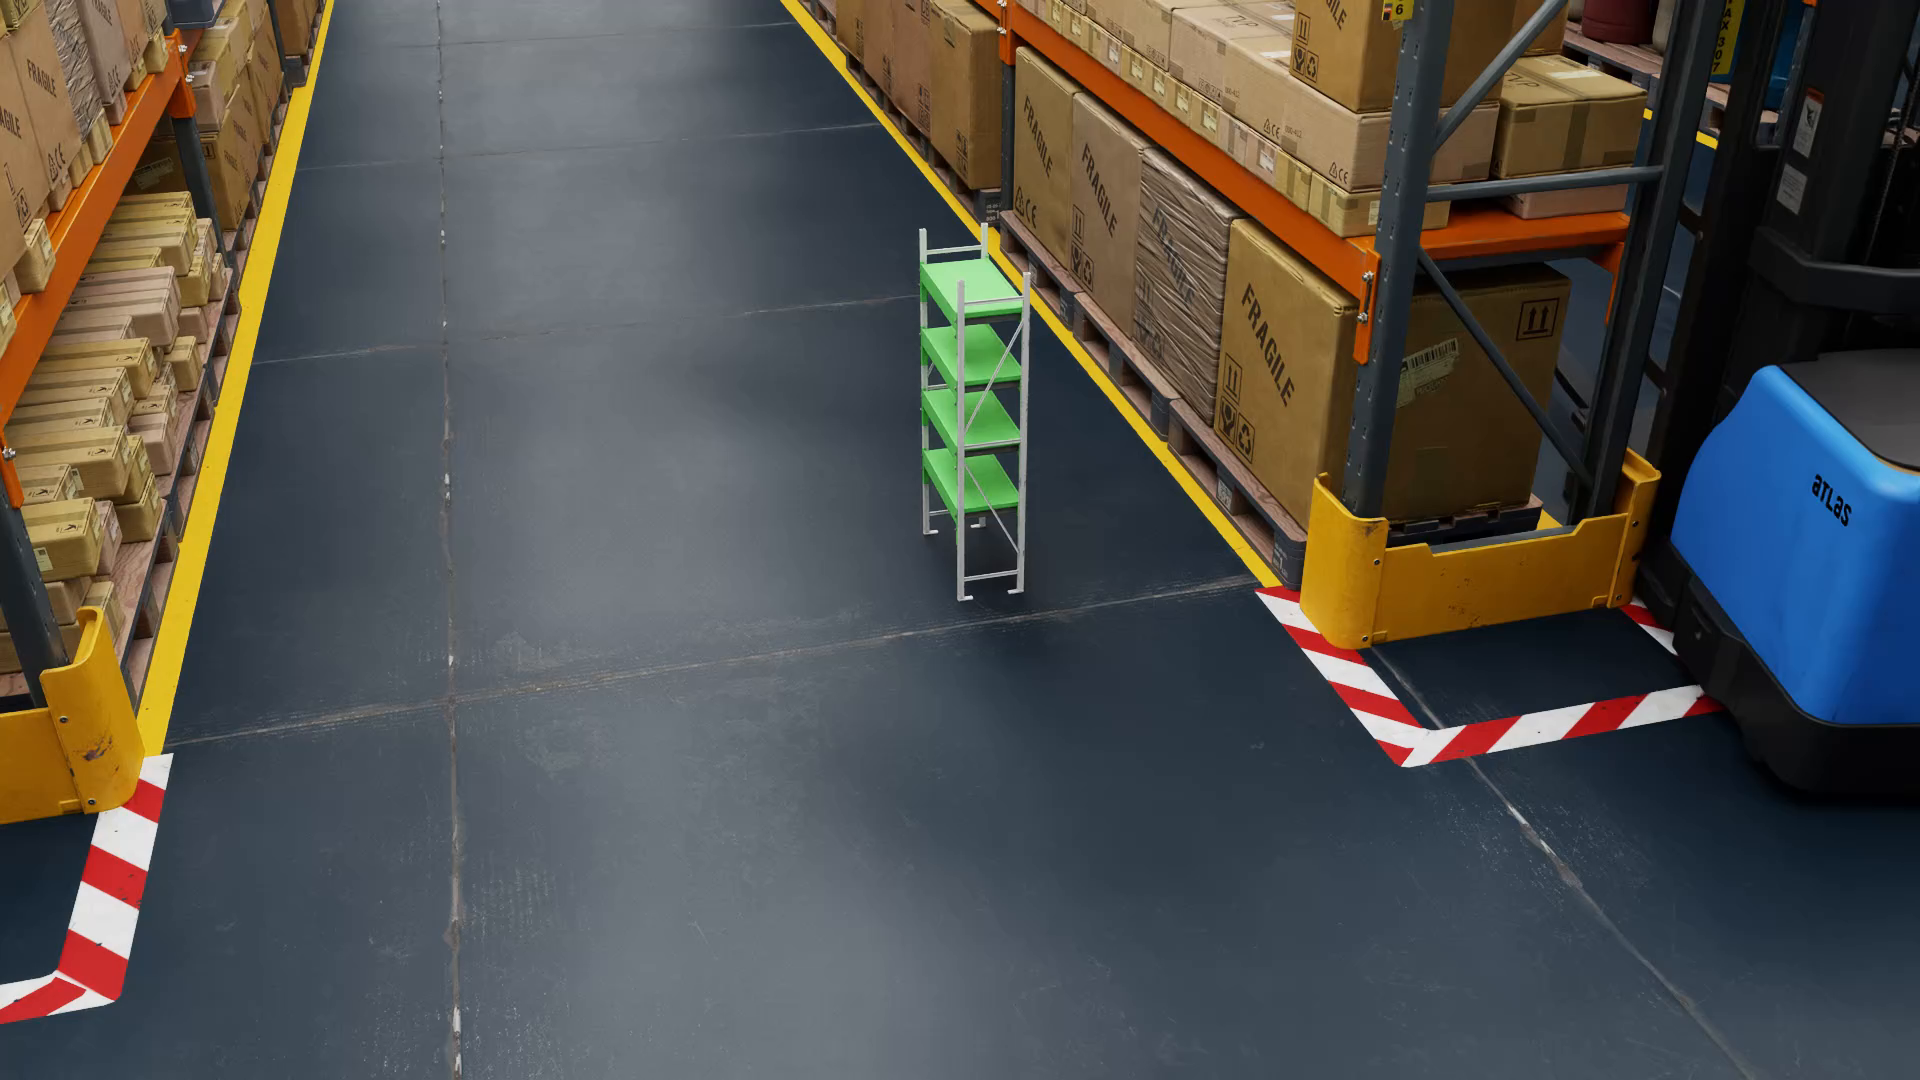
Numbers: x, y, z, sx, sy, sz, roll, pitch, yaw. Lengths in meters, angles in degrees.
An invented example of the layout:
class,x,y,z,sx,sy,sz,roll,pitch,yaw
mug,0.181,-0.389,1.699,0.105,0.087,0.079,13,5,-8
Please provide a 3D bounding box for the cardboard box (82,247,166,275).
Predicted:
class,x,y,z,sx,sy,sz,roll,pitch,yaw
cardboard box,-3.572,-1.108,7.002,0.380,0.149,0.250,-7,31,-12

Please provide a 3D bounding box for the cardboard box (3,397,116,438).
class,x,y,z,sx,sy,sz,roll,pitch,yaw
cardboard box,-3.118,-0.349,5.691,0.380,0.149,0.250,-9,31,-16

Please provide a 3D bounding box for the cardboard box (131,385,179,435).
class,x,y,z,sx,sy,sz,roll,pitch,yaw
cardboard box,-3.282,-0.470,6.494,0.380,0.149,0.250,-8,31,-13

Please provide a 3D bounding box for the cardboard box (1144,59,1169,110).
class,x,y,z,sx,sy,sz,roll,pitch,yaw
cardboard box,0.963,-1.849,6.701,0.380,0.149,0.250,-7,31,-12

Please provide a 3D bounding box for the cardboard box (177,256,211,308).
class,x,y,z,sx,sy,sz,roll,pitch,yaw
cardboard box,-3.528,-1.123,7.326,0.380,0.149,0.250,-9,31,-15

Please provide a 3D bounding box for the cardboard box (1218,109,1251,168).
class,x,y,z,sx,sy,sz,roll,pitch,yaw
cardboard box,1.167,-1.479,6.062,0.380,0.149,0.250,-7,31,-12

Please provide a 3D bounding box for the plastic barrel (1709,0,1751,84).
class,x,y,z,sx,sy,sz,roll,pitch,yaw
plastic barrel,5.178,-3.563,11.086,0.600,0.901,0.708,-8,31,-13

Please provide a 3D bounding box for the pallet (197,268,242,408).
class,x,y,z,sx,sy,sz,roll,pitch,yaw
pallet,-3.878,-0.886,7.570,1.003,0.211,1.213,-8,31,-13

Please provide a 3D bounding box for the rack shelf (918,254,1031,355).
class,x,y,z,sx,sy,sz,roll,pitch,yaw
rack shelf,0.044,-0.799,5.603,0.258,0.148,0.480,-8,31,-13

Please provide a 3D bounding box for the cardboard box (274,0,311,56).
class,x,y,z,sx,sy,sz,roll,pitch,yaw
cardboard box,-5.227,-3.859,11.749,1.050,0.750,0.750,-8,31,-14

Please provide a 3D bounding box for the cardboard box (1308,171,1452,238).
class,x,y,z,sx,sy,sz,roll,pitch,yaw
cardboard box,1.369,-1.111,5.426,0.380,0.149,0.250,-7,31,-12

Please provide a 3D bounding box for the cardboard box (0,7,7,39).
class,x,y,z,sx,sy,sz,roll,pitch,yaw
cardboard box,-3.032,-1.581,4.591,0.500,0.500,0.500,-7,31,-12

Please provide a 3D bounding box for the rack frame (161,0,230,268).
class,x,y,z,sx,sy,sz,roll,pitch,yaw
rack frame,-4.090,-2.413,7.424,1.000,3.000,0.127,-8,31,-13

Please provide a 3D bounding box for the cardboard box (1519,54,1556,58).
class,x,y,z,sx,sy,sz,roll,pitch,yaw
cardboard box,1.769,-1.673,5.999,0.500,0.250,0.500,-8,31,-14

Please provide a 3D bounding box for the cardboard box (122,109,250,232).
class,x,y,z,sx,sy,sz,roll,pitch,yaw
cardboard box,-4.030,-1.905,8.623,0.500,0.500,0.500,-7,31,-11

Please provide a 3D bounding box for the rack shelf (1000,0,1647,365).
class,x,y,z,sx,sy,sz,roll,pitch,yaw
rack shelf,1.250,-1.746,6.990,1.077,0.370,4.000,-8,31,-13

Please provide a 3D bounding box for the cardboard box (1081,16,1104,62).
class,x,y,z,sx,sy,sz,roll,pitch,yaw
cardboard box,0.757,-2.223,7.347,0.380,0.149,0.250,-8,31,-14

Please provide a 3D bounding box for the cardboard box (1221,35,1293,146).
class,x,y,z,sx,sy,sz,roll,pitch,yaw
cardboard box,1.262,-1.599,5.871,0.500,0.250,0.500,-8,31,-14

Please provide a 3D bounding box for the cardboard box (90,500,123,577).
class,x,y,z,sx,sy,sz,roll,pitch,yaw
cardboard box,-2.938,0.016,5.358,0.380,0.149,0.250,-8,31,-14

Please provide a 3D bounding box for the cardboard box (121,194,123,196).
class,x,y,z,sx,sy,sz,roll,pitch,yaw
cardboard box,-4.529,-1.837,8.505,0.500,0.500,0.500,-8,31,-14

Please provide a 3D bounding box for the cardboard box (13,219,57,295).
class,x,y,z,sx,sy,sz,roll,pitch,yaw
cardboard box,-2.926,-0.827,4.934,0.380,0.149,0.250,-9,31,-15

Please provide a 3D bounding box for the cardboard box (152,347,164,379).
class,x,y,z,sx,sy,sz,roll,pitch,yaw
cardboard box,-3.418,-0.737,6.658,0.380,0.149,0.250,-9,31,-16

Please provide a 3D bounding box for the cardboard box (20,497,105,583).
class,x,y,z,sx,sy,sz,roll,pitch,yaw
cardboard box,-2.840,0.016,5.061,0.380,0.149,0.250,-9,31,-16

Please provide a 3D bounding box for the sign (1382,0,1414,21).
class,x,y,z,sx,sy,sz,roll,pitch,yaw
sign,1.254,-1.630,4.679,0.100,0.325,0.005,-8,31,-13

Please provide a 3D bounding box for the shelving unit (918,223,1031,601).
class,x,y,z,sx,sy,sz,roll,pitch,yaw
shelving unit,0.044,-0.439,5.811,0.258,1.200,0.503,-8,31,-13

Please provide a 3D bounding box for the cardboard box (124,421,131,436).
class,x,y,z,sx,sy,sz,roll,pitch,yaw
cardboard box,-3.214,-0.345,5.981,0.380,0.149,0.250,-9,31,-16

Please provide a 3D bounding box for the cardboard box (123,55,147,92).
class,x,y,z,sx,sy,sz,roll,pitch,yaw
cardboard box,-3.602,-1.950,6.876,0.380,0.149,0.250,-7,31,-11

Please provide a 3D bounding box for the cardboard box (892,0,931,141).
class,x,y,z,sx,sy,sz,roll,pitch,yaw
cardboard box,0.292,-3.023,10.181,1.225,0.875,0.875,-9,31,-15

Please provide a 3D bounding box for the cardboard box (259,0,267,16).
class,x,y,z,sx,sy,sz,roll,pitch,yaw
cardboard box,-4.717,-3.474,10.584,0.500,0.250,0.500,-9,31,-14

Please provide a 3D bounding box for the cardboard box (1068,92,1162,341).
class,x,y,z,sx,sy,sz,roll,pitch,yaw
cardboard box,1.056,-1.521,7.586,0.875,0.875,0.875,-8,31,-13

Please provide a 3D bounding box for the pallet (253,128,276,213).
class,x,y,z,sx,sy,sz,roll,pitch,yaw
pallet,-4.625,-2.172,9.792,1.003,0.211,1.213,-8,31,-13

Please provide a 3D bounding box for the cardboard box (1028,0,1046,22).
class,x,y,z,sx,sy,sz,roll,pitch,yaw
cardboard box,0.546,-2.601,8.000,0.380,0.149,0.250,-9,31,-15

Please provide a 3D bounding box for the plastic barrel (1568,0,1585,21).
class,x,y,z,sx,sy,sz,roll,pitch,yaw
plastic barrel,4.815,-4.224,12.618,0.421,0.512,0.421,0,30,0

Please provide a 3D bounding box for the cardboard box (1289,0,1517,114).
class,x,y,z,sx,sy,sz,roll,pitch,yaw
cardboard box,1.398,-1.680,5.263,0.500,0.500,0.500,-7,31,-13

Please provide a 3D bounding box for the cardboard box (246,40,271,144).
class,x,y,z,sx,sy,sz,roll,pitch,yaw
cardboard box,-4.435,-2.657,9.922,0.500,0.500,0.500,-9,31,-16

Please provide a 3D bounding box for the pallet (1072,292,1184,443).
class,x,y,z,sx,sy,sz,roll,pitch,yaw
pallet,1.173,-0.848,7.505,1.003,0.211,1.213,-8,31,-13

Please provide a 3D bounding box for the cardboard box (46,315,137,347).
class,x,y,z,sx,sy,sz,roll,pitch,yaw
cardboard box,-3.367,-0.726,6.343,0.380,0.149,0.250,-8,31,-13

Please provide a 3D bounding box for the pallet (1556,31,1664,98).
class,x,y,z,sx,sy,sz,roll,pitch,yaw
pallet,5.002,-3.444,11.989,1.003,0.211,1.213,-8,31,-13

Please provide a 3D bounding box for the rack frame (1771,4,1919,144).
class,x,y,z,sx,sy,sz,roll,pitch,yaw
rack frame,5.494,-3.682,9.617,1.000,3.000,0.127,-8,31,-13

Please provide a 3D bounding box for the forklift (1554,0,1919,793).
class,x,y,z,sx,sy,sz,roll,pitch,yaw
forklift,2.906,-1.231,5.451,1.130,2.935,3.031,0,30,-1

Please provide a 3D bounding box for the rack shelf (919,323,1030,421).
class,x,y,z,sx,sy,sz,roll,pitch,yaw
rack shelf,0.044,-0.592,5.723,0.258,0.148,0.480,-8,31,-13

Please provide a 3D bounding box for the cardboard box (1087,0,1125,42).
class,x,y,z,sx,sy,sz,roll,pitch,yaw
cardboard box,0.861,-2.335,7.143,0.500,0.250,0.500,-7,31,-12

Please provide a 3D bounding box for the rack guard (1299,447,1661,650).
class,x,y,z,sx,sy,sz,roll,pitch,yaw
rack guard,1.787,0.002,5.747,1.175,0.500,0.348,-8,31,-13

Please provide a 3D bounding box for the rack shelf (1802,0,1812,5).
class,x,y,z,sx,sy,sz,roll,pitch,yaw
rack shelf,4.963,-4.337,11.466,1.077,0.370,4.000,-8,31,-13

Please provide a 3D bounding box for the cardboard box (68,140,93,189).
class,x,y,z,sx,sy,sz,roll,pitch,yaw
cardboard box,-3.261,-1.319,5.785,0.380,0.149,0.250,-7,31,-11

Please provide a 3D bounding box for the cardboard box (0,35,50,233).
class,x,y,z,sx,sy,sz,roll,pitch,yaw
cardboard box,-3.048,-1.161,4.866,0.500,0.500,0.500,-8,31,-13

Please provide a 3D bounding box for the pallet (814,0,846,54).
class,x,y,z,sx,sy,sz,roll,pitch,yaw
pallet,-0.549,-4.126,13.168,1.003,0.211,1.213,-8,31,-13

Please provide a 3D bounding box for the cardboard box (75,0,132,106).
class,x,y,z,sx,sy,sz,roll,pitch,yaw
cardboard box,-3.422,-1.897,6.137,0.500,0.500,0.500,-8,31,-14

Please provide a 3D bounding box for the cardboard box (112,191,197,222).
class,x,y,z,sx,sy,sz,roll,pitch,yaw
cardboard box,-3.745,-1.481,7.647,0.380,0.149,0.250,-7,31,-12

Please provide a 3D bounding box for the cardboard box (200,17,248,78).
class,x,y,z,sx,sy,sz,roll,pitch,yaw
cardboard box,-4.306,-2.733,9.305,0.500,0.250,0.500,-7,31,-11

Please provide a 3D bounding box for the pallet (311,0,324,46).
class,x,y,z,sx,sy,sz,roll,pitch,yaw
pallet,-5.609,-4.117,13.152,1.003,0.211,1.213,-8,31,-13

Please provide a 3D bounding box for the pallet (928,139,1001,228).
class,x,y,z,sx,sy,sz,roll,pitch,yaw
pallet,0.441,-2.179,9.804,1.003,0.211,1.213,-8,31,-13

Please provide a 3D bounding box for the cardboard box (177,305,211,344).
class,x,y,z,sx,sy,sz,roll,pitch,yaw
cardboard box,-3.537,-0.961,7.342,0.380,0.149,0.250,-9,31,-15
